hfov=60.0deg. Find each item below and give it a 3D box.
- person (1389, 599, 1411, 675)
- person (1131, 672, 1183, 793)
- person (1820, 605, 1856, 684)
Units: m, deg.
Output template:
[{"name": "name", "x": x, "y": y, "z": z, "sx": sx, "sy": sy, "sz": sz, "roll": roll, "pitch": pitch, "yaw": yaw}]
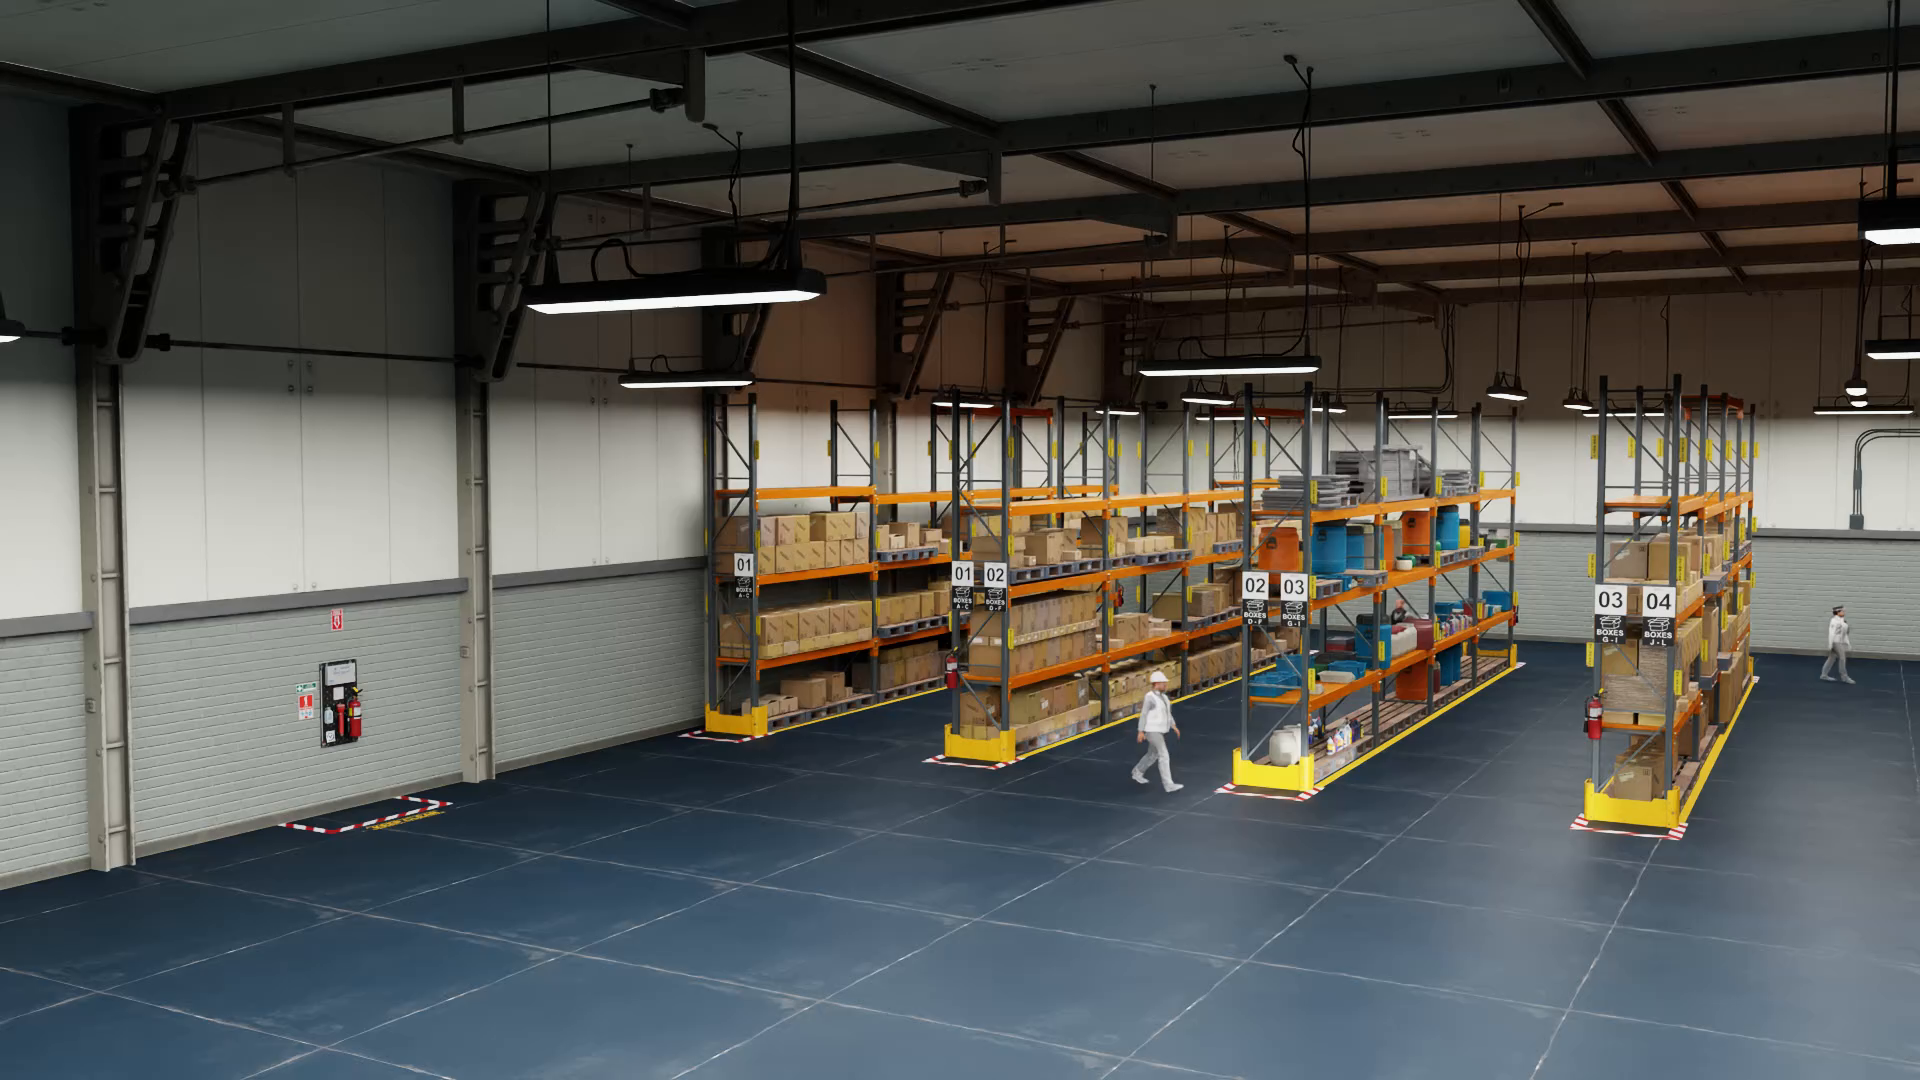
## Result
[{"name": "person", "x": 9.778, "y": 2.146, "z": 37.087, "sx": 0.620, "sy": 1.661, "sz": 1.069, "roll": 2, "pitch": 4, "yaw": 32}, {"name": "person", "x": 2.926, "y": 2.817, "z": 24.593, "sx": 1.000, "sy": 1.729, "sz": 0.604, "roll": 2, "pitch": 4, "yaw": 30}, {"name": "person", "x": 18.964, "y": 2.229, "z": 35.840, "sx": 0.708, "sy": 1.677, "sz": 0.520, "roll": 3, "pitch": 4, "yaw": 40}]
